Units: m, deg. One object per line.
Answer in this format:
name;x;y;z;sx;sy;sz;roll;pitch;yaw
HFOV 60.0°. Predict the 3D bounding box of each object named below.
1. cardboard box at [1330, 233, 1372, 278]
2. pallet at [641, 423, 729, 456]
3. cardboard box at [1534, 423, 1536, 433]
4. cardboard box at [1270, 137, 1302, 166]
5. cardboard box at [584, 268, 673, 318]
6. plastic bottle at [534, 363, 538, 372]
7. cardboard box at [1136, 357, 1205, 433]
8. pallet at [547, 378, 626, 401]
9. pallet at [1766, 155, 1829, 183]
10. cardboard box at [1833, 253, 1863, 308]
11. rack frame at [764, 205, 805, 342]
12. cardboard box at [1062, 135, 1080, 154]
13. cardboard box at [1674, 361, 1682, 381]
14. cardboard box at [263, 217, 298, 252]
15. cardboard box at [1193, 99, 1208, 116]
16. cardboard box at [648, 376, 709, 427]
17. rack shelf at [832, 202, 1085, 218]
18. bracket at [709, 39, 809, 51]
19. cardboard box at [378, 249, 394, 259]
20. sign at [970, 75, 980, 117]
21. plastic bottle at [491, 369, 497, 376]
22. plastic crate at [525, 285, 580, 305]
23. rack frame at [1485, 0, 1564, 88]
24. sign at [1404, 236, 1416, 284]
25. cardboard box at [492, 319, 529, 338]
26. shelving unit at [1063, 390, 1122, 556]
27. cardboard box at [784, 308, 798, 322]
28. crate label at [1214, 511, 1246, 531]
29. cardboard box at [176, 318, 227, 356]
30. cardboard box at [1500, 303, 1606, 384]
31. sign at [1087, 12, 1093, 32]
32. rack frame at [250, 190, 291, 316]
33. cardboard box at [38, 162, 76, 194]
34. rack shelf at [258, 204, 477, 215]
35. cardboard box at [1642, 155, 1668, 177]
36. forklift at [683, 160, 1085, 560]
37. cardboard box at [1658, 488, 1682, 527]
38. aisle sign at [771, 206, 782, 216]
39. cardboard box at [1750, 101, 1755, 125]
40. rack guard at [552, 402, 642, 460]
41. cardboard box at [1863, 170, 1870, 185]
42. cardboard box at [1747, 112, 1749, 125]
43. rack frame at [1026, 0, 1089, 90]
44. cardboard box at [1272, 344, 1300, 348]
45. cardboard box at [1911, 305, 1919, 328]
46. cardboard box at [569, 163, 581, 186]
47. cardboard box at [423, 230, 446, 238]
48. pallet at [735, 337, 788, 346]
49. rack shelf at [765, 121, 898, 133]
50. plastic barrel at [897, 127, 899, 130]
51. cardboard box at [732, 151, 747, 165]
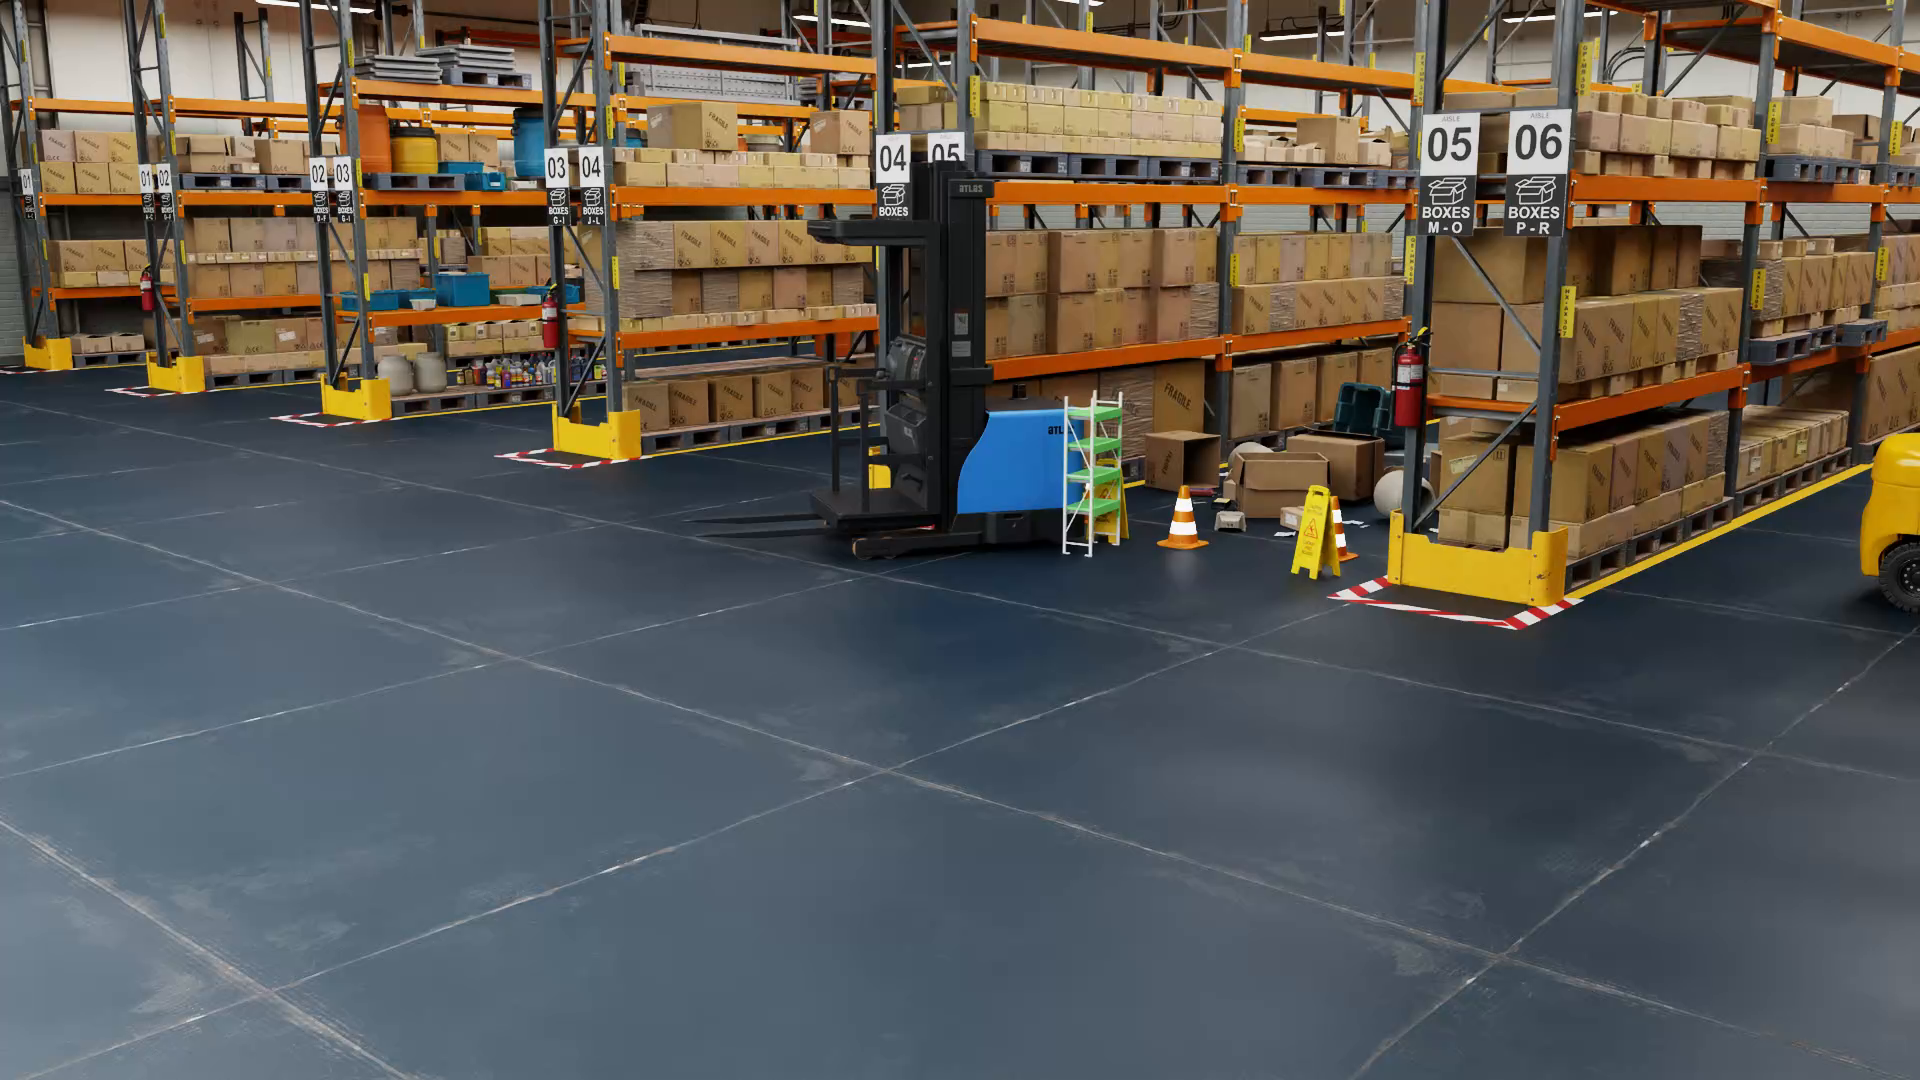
cardboard box;4.350;-3.315;19.342;0.700;0.500;0.500;9;15;40
pallet;-3.340;-1.153;18.444;1.003;0.211;1.213;10;15;40
cardboard box;4.184;-0.907;12.472;0.380;0.149;0.250;10;15;41
cardboard box;3.674;-4.370;18.673;0.500;0.311;0.500;9;15;39
cardboard box;-3.569;-2.666;17.888;0.875;0.500;0.500;10;15;40
plastic bottle;-5.772;-2.289;22.826;0.061;0.283;0.133;10;15;40
cardboard box;1.879;-1.407;16.950;0.875;0.875;0.875;10;15;41
pallet;-5.508;-2.162;23.498;1.003;0.211;1.213;10;15;40
pallet;6.619;-3.157;14.181;1.213;0.211;1.003;10;15;40
cardboard box;8.348;-2.510;16.035;0.500;0.500;0.500;9;15;39
rack frame;-3.470;-5.441;32.794;1.000;3.000;0.127;10;15;40
cardboard box;0.840;-3.498;14.723;0.380;0.149;0.250;10;15;41
cardboard box;5.289;-1.308;12.742;0.380;0.149;0.250;9;15;39
cardboard box;-10.364;-4.588;24.955;0.700;0.500;0.500;10;15;41
cardboard box;2.178;-4.188;16.141;0.380;0.149;0.250;10;15;40
cardboard box;-3.159;-1.556;18.655;0.500;0.500;0.500;-7;13;-33
rack shelf;0.008;-4.395;21.736;1.077;0.370;4.000;10;15;40
bracket;-5.140;-11.397;38.107;0.076;0.066;4.783;10;15;40
cardboard box;-9.106;-4.488;26.114;0.380;0.149;0.250;9;15;39
sign;0.119;-3.604;13.504;0.100;0.325;0.005;10;15;40
plastic bottle;-6.406;-2.245;22.816;0.097;0.201;0.097;0;11;0
plastic crate;-5.560;-3.352;22.716;0.499;0.251;0.616;10;15;40
rack frame;7.627;-6.445;22.506;1.000;3.000;0.127;10;15;40
sign;3.088;-1.910;11.354;0.100;0.325;0.005;10;15;40
cardboard box;-7.616;-3.574;27.965;0.500;0.311;0.500;9;14;38
shelving unit;1.017;-0.518;12.740;0.258;1.200;0.503;7;13;30
cardboard box;-2.096;-2.612;19.273;0.380;0.149;0.250;10;15;40
crate label;2.220;-0.156;13.644;0.250;0.136;0.298;2;12;11
cardboard box;-11.261;-3.018;24.697;0.500;0.500;0.500;10;15;40
cardboard box;4.012;-1.342;11.255;0.500;0.500;0.500;9;15;39
sign;1.742;-6.941;22.402;0.100;0.325;0.005;10;15;40
rack frame;-12.475;-4.904;30.105;1.000;3.000;0.127;10;15;40
cardboard box;-14.707;-5.862;26.938;0.500;0.500;0.500;10;15;42
rack shelf;-11.155;-6.316;31.355;1.077;0.370;4.000;10;15;40
cardboard box;4.804;-2.658;11.844;0.380;0.149;0.250;10;15;41
forklift;-0.600;-1.401;12.743;3.031;2.935;1.130;-3;12;-17
cardboard box;5.260;-0.283;12.919;0.500;0.250;0.500;10;15;41
aisle sign;-4.281;-7.916;38.549;0.394;0.787;0.004;10;15;40
cardboard box;7.076;-3.805;14.977;0.500;0.250;0.500;10;15;41
rack guard;-3.903;-1.180;17.840;1.175;0.500;0.348;10;15;40
cardboard box;8.722;-3.564;16.380;0.380;0.149;0.250;10;15;40
cardboard box;6.086;-3.365;13.349;0.380;0.149;0.250;10;15;42
rack frame;1.328;-6.513;22.845;1.000;3.000;0.127;10;15;40
cardboard box;5.058;-3.543;27.643;0.875;0.875;0.875;10;15;40
cardboard box;10.284;-2.483;18.368;0.500;0.250;0.500;10;15;40
cardboard box;-3.825;-3.895;17.780;0.500;0.250;0.500;10;15;42
cardboard box;-10.241;-5.971;32.415;0.380;0.149;0.250;7;13;31
pallet;-3.979;-3.949;32.444;1.003;0.211;1.213;10;15;40
rack shelf;-2.150;-8.323;33.751;1.077;0.370;4.000;10;15;40
plastic barrel;-0.764;-6.452;27.845;0.600;0.901;0.708;10;15;40
cardboard box;-2.584;-4.227;18.425;0.380;0.149;0.250;10;15;40
